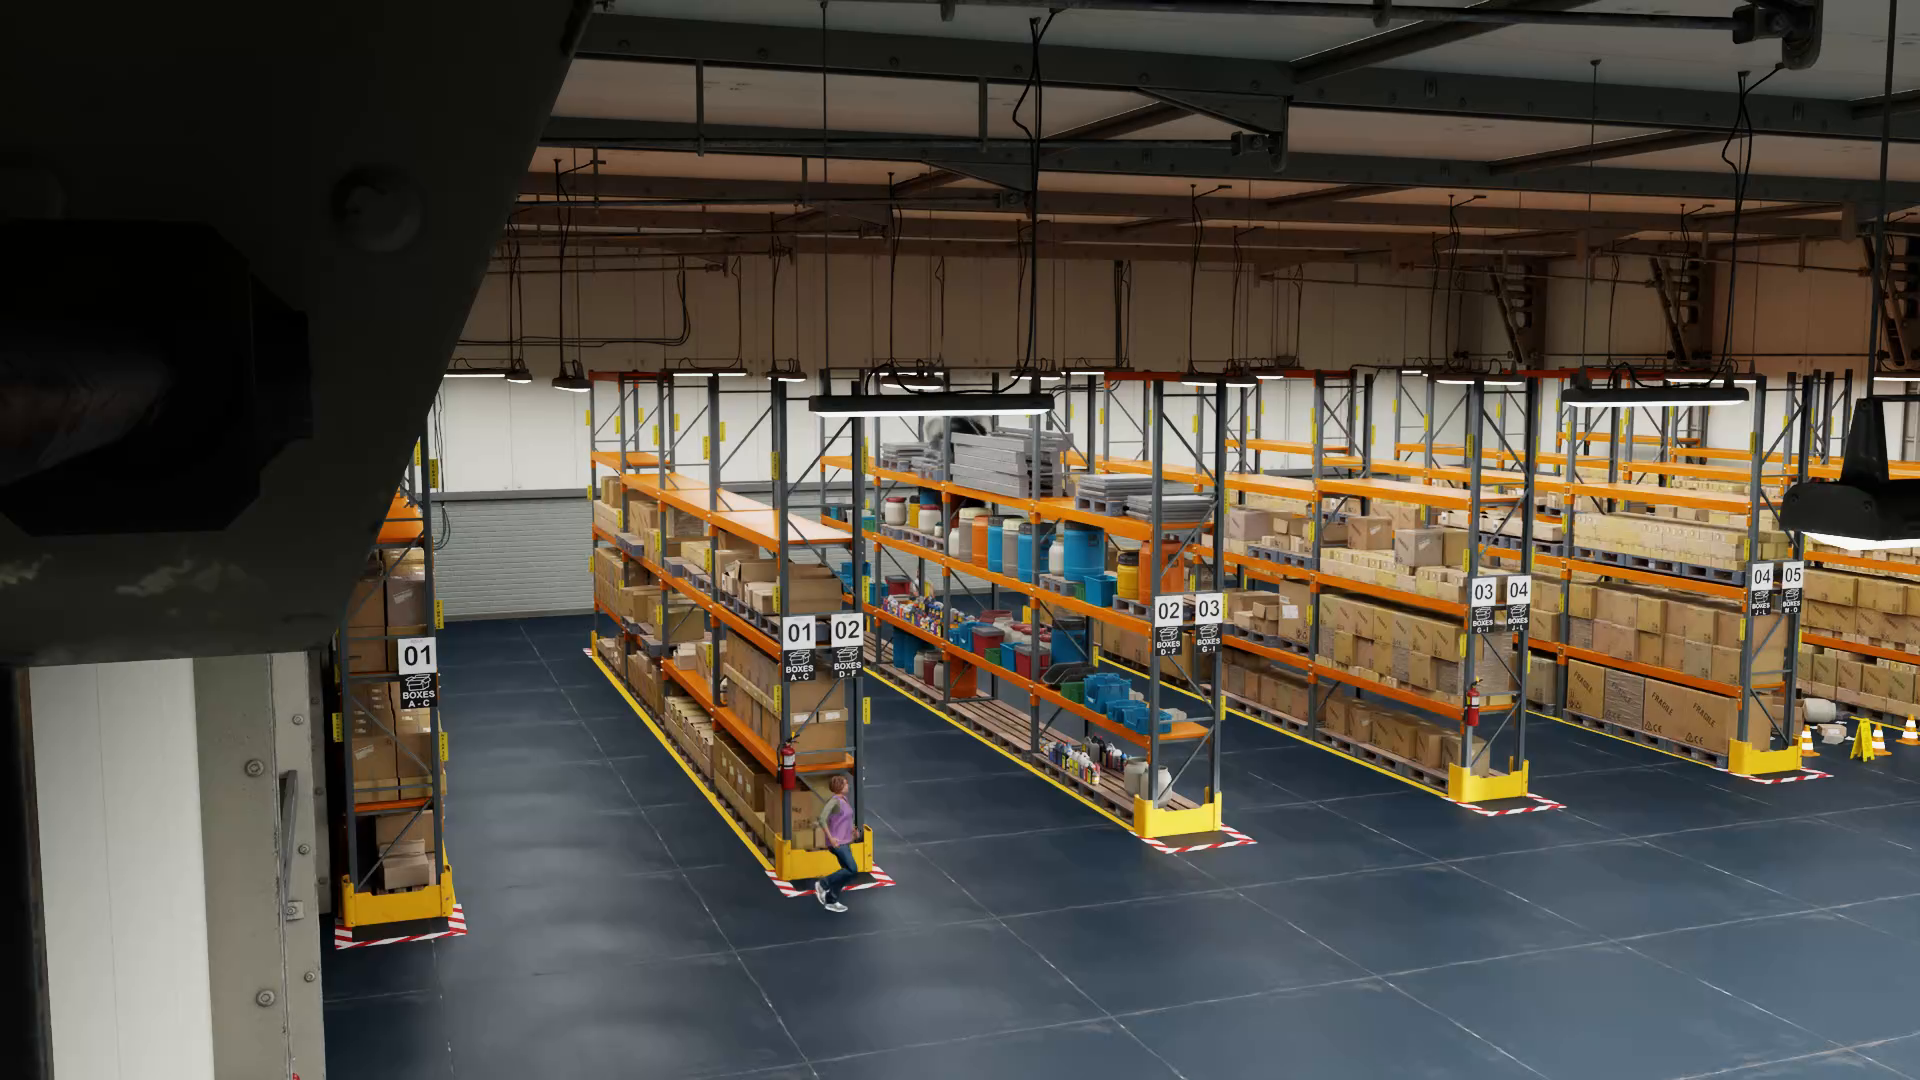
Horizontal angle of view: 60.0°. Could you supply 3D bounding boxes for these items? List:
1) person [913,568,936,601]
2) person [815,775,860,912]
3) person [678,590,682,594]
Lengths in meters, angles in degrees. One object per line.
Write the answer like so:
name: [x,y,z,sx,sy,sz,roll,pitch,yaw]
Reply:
person: [-0.766,1.401,37.026,0.597,1.600,0.513,-4,7,-31]
person: [-1.384,3.462,18.998,0.492,1.548,0.563,1,6,7]
person: [-6.099,1.474,36.054,0.628,1.737,0.807,2,7,19]
